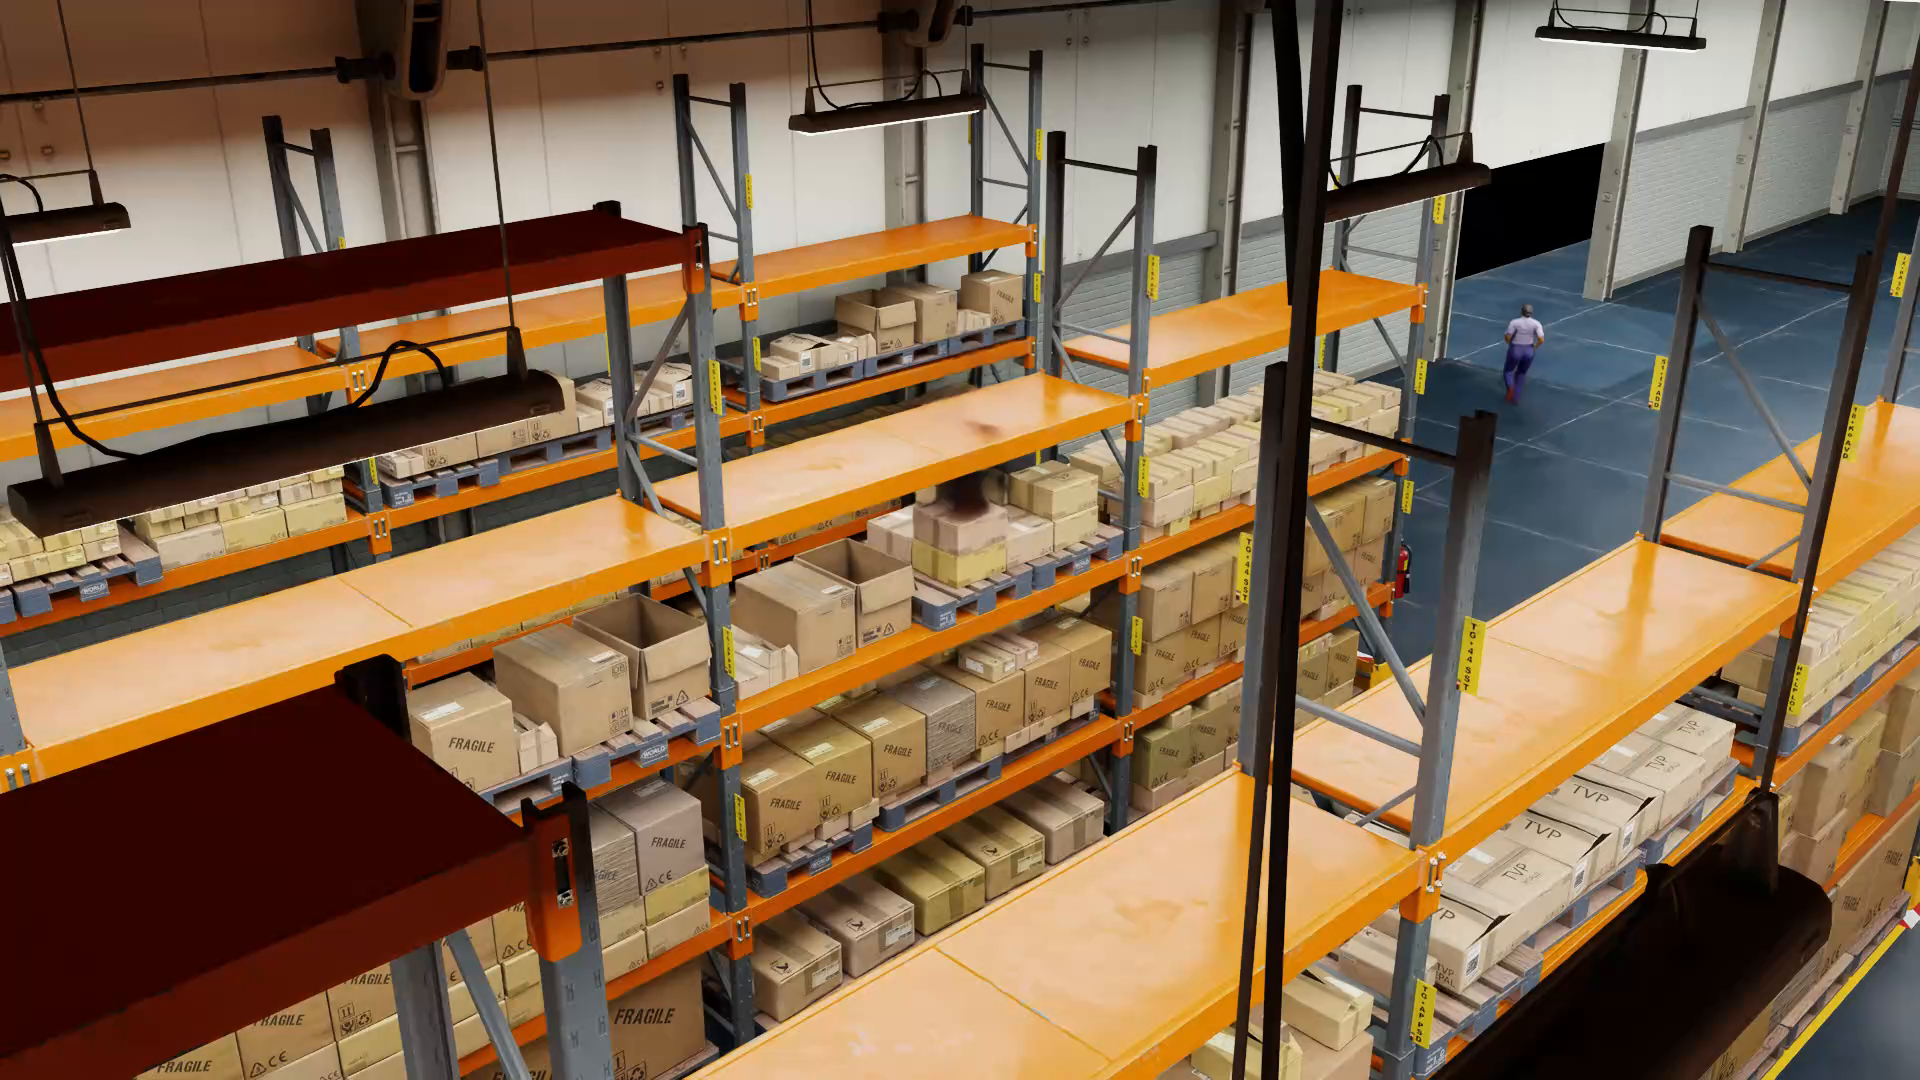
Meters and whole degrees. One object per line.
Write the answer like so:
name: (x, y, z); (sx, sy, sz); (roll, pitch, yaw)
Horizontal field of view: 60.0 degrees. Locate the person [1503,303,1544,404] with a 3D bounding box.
person: (8.669, -2.868, 25.705); (0.594, 1.601, 0.537); (4, 23, 9)
